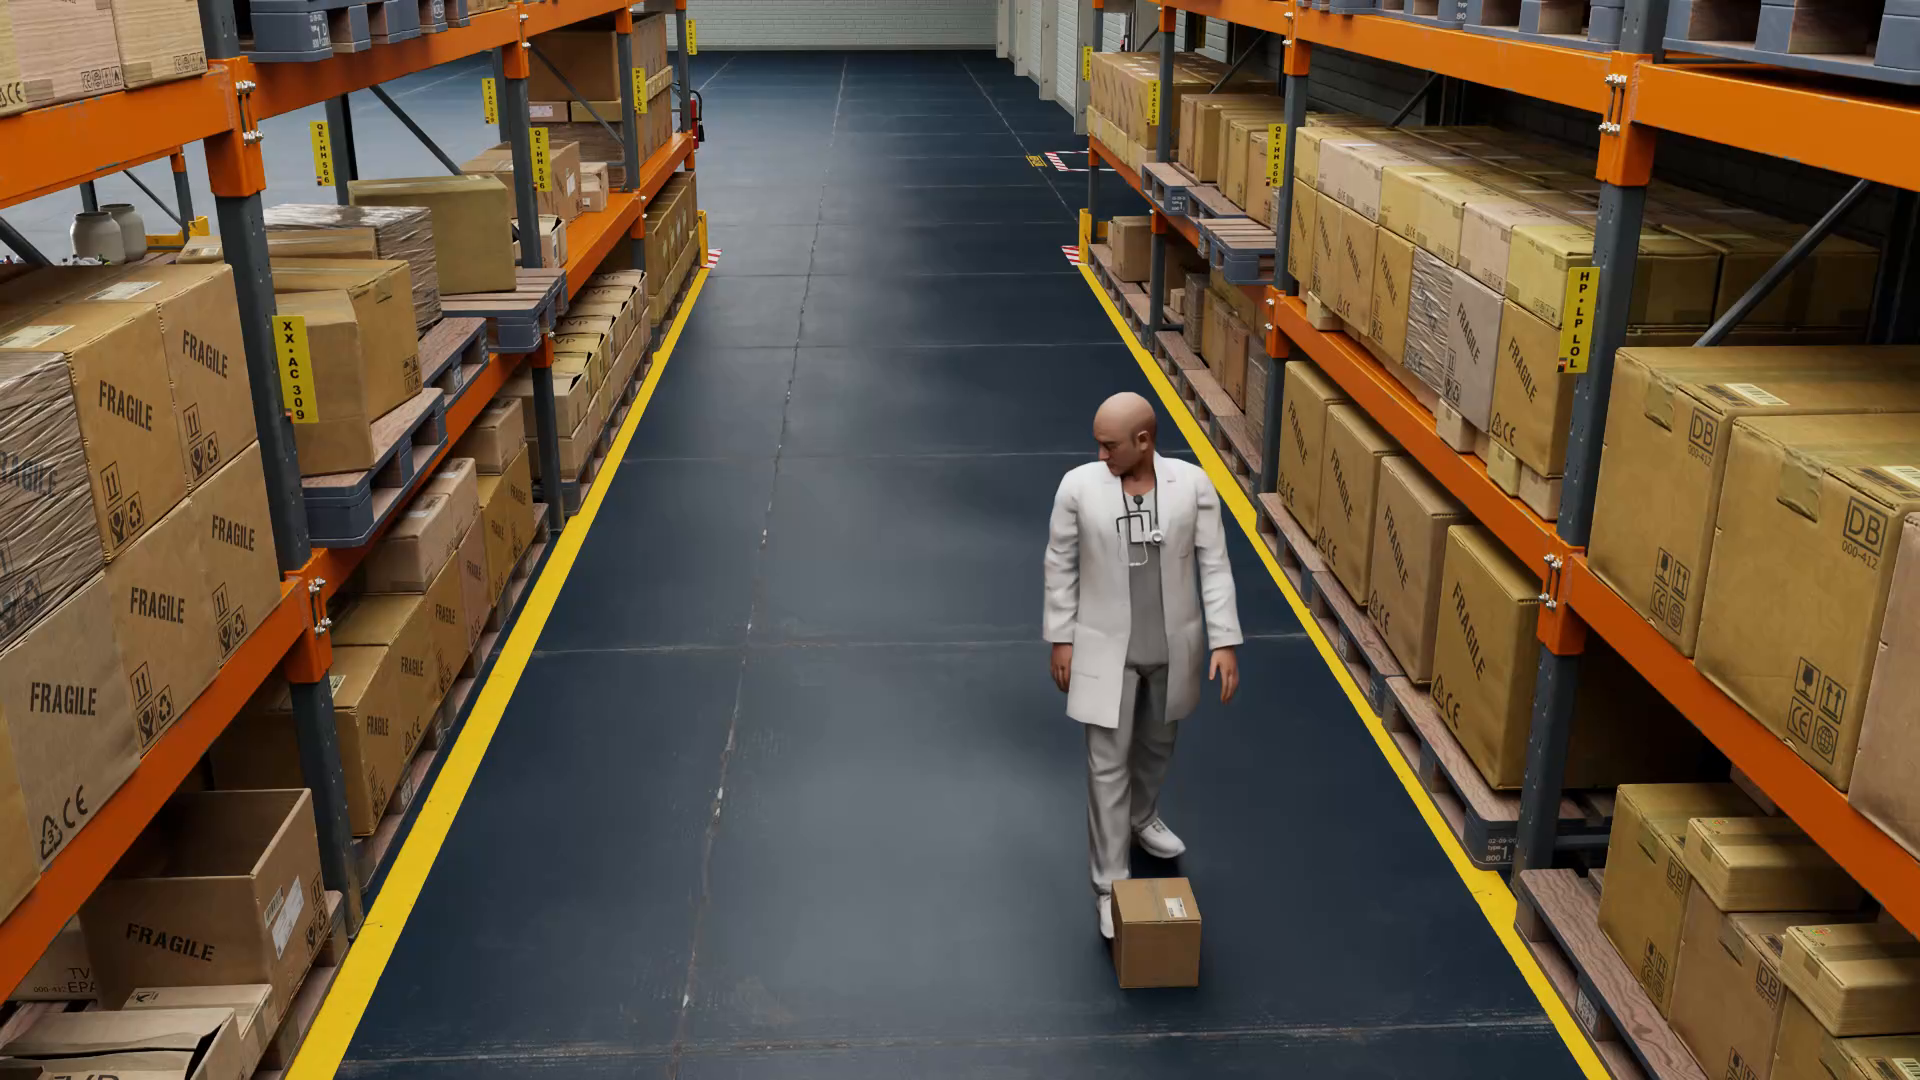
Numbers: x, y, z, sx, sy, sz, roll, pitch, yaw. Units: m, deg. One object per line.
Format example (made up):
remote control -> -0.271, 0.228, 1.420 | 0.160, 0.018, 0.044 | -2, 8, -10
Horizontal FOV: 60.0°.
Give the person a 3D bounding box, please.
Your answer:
person -> 0.612, 0.378, 5.530 | 0.628, 1.762, 0.849 | -3, 20, -8
